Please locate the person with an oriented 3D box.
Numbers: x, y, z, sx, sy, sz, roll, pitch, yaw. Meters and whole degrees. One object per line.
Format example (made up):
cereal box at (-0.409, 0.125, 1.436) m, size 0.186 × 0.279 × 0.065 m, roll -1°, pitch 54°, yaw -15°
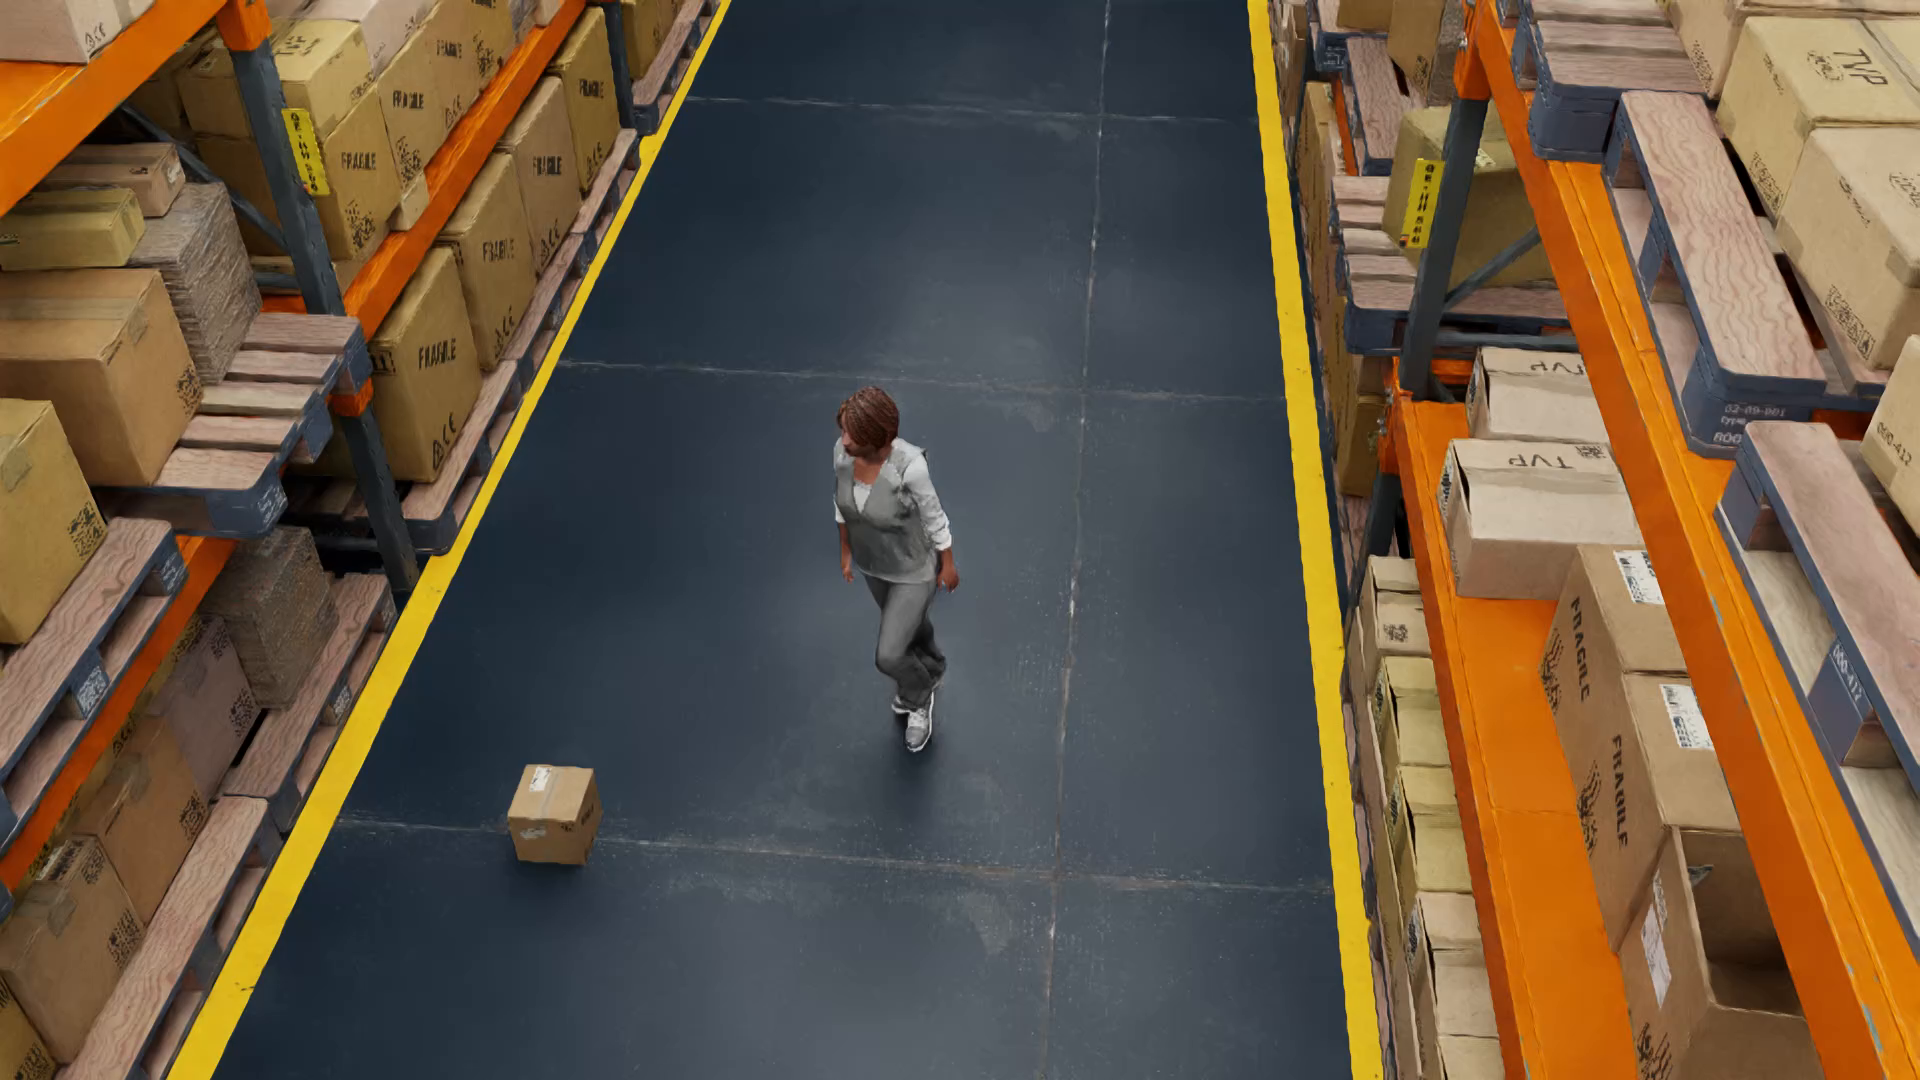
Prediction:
person at (-0.232, 0.066, 6.065) m, size 0.442 × 1.584 × 0.493 m, roll 27°, pitch 48°, yaw 28°
